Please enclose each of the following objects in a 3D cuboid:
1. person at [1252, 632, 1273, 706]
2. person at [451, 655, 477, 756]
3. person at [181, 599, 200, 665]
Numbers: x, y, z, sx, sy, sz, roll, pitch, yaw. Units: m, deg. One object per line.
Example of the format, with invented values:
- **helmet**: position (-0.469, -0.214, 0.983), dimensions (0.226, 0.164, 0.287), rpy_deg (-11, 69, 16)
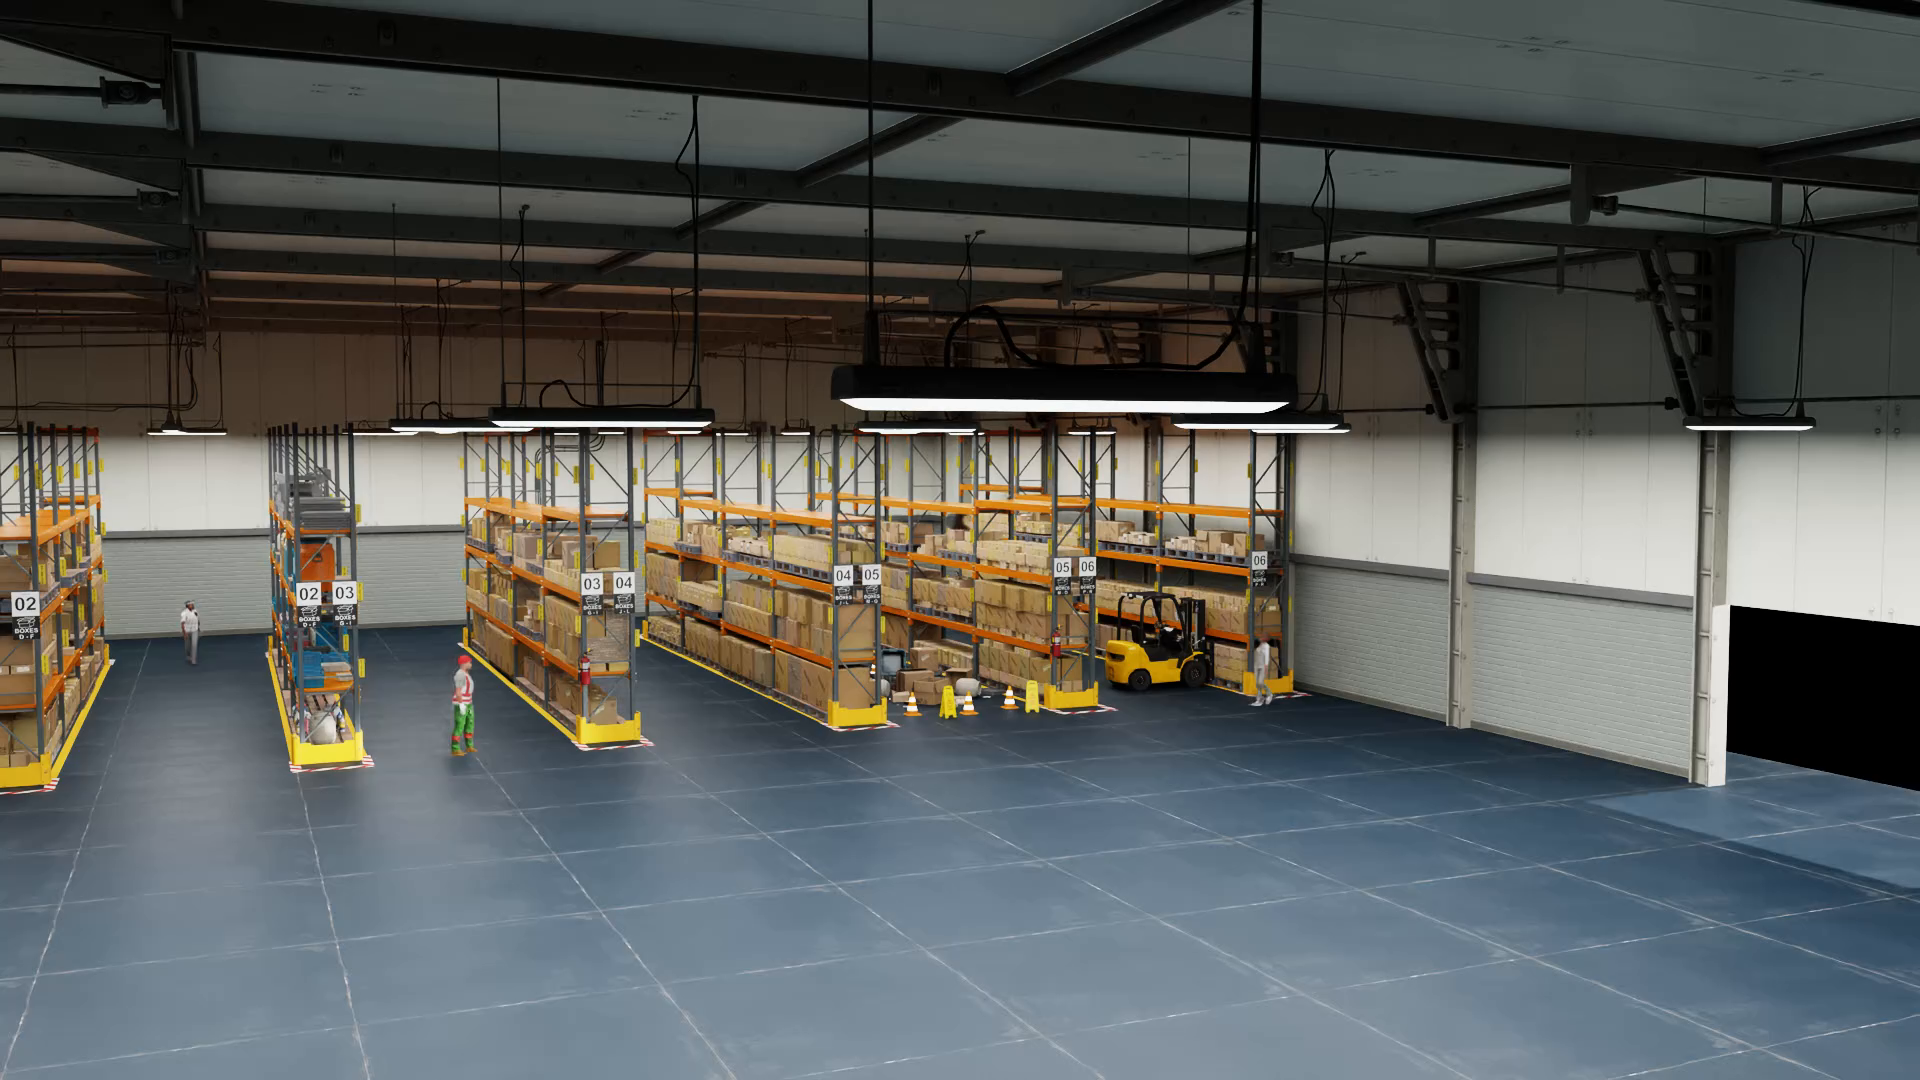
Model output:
- **person**: position (6.451, 2.746, 35.442), dimensions (0.438, 1.591, 0.441), rpy_deg (-3, 4, -37)
- **person**: position (-8.983, 2.983, 30.149), dimensions (0.412, 1.799, 0.630), rpy_deg (0, 3, 4)
- **person**: position (-19.523, 2.322, 42.216), dimensions (0.432, 1.645, 0.928), rpy_deg (-1, 4, -19)
